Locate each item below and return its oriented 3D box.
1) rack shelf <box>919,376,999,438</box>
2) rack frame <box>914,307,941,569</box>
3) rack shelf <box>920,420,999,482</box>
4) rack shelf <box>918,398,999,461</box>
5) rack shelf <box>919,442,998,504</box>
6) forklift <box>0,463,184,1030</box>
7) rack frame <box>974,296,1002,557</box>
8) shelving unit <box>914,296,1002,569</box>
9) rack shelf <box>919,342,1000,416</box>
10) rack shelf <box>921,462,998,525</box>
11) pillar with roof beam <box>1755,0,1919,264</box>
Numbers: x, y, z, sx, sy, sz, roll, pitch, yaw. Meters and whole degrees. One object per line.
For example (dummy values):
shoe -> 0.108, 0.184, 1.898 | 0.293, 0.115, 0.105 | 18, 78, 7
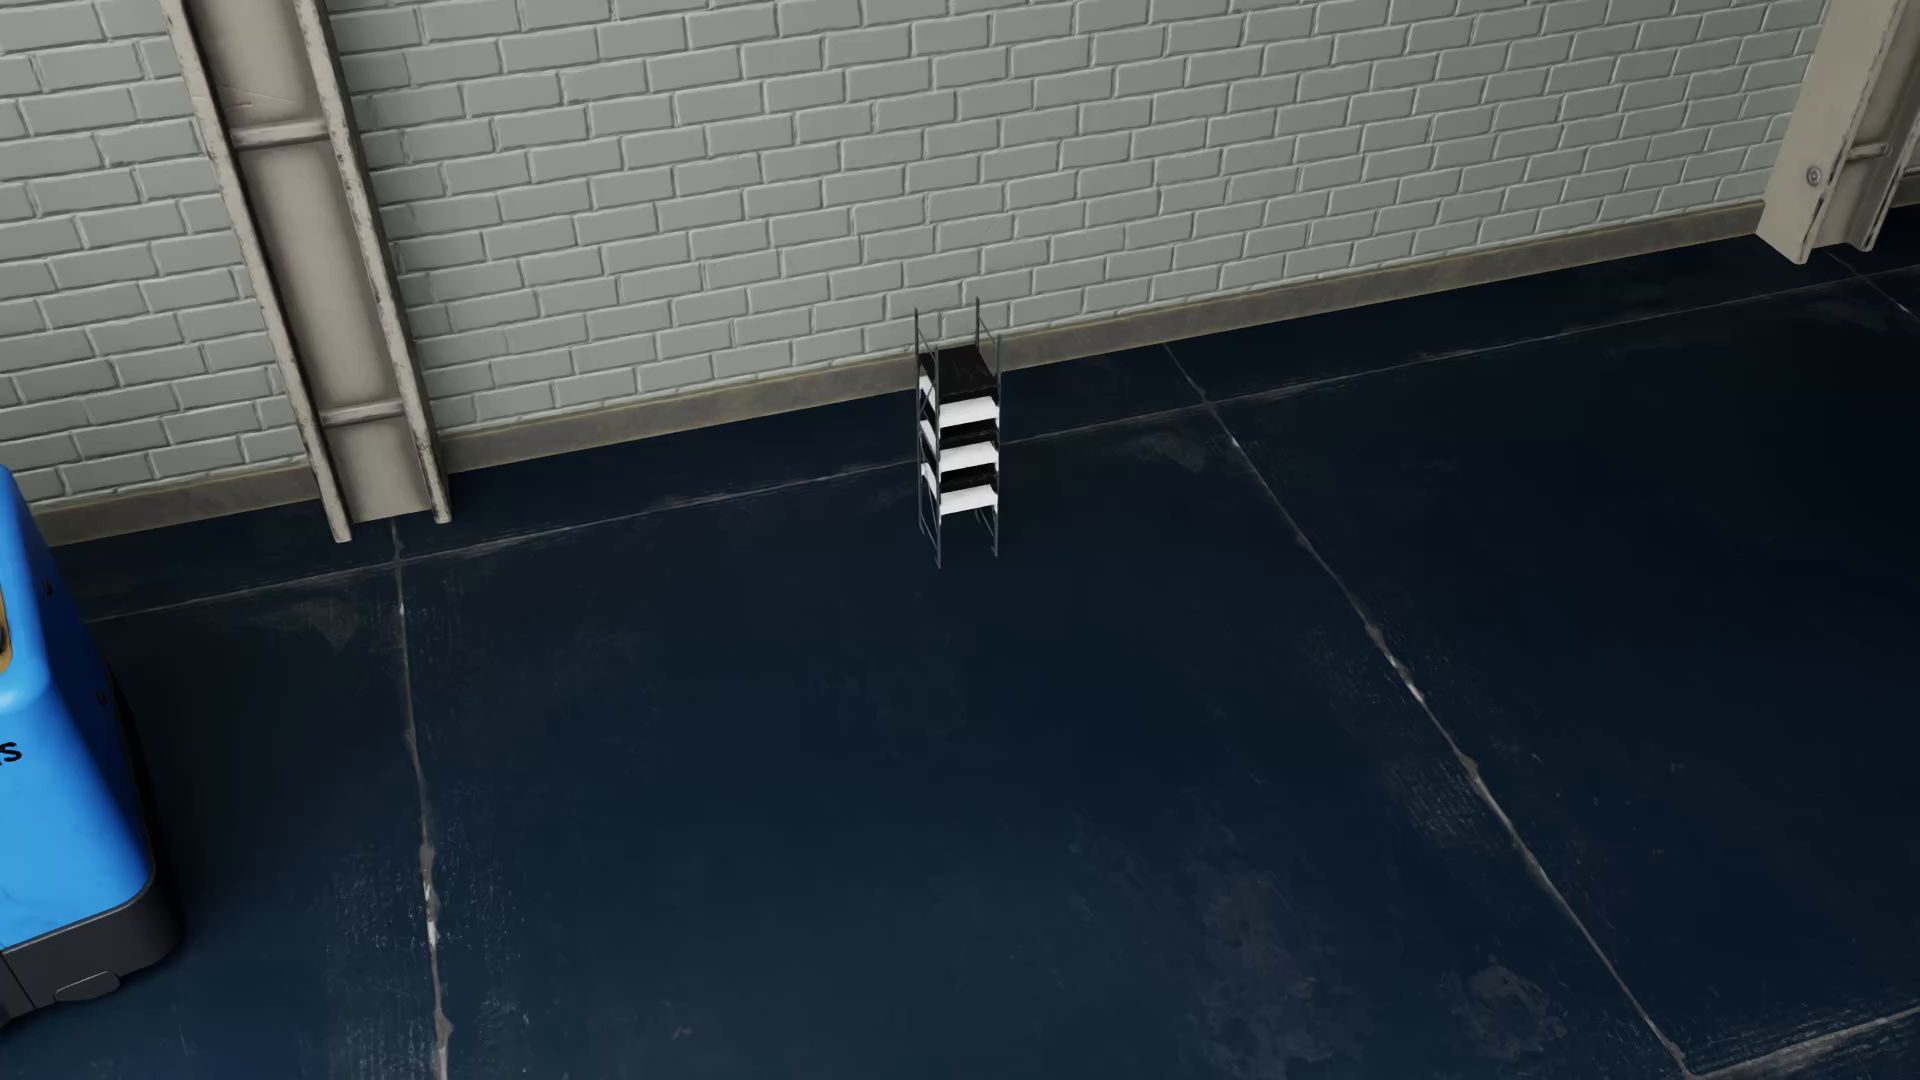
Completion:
rack shelf -> -0.008, -0.448, 5.356 | 0.200, 0.077, 0.258 | -12, 42, -13
rack frame -> -0.105, -0.317, 5.429 | 0.006, 0.900, 0.240 | -12, 42, -13
rack shelf -> -0.008, -0.312, 5.474 | 0.200, 0.077, 0.258 | -12, 42, -13
rack shelf -> -0.008, -0.380, 5.415 | 0.200, 0.077, 0.258 | -12, 42, -13
rack shelf -> -0.008, -0.244, 5.533 | 0.200, 0.077, 0.258 | -12, 42, -13
forklift -> -3.615, 0.215, 3.277 | 3.031, 2.935, 1.130 | -20, 45, -21
rack frame -> 0.089, -0.357, 5.475 | 0.006, 0.900, 0.240 | -12, 42, -13
shelving unit -> -0.008, -0.337, 5.452 | 0.210, 0.900, 0.258 | -12, 42, -13
rack shelf -> -0.008, -0.516, 5.296 | 0.200, 0.077, 0.258 | -12, 42, -13
rack shelf -> -0.008, -0.177, 5.592 | 0.200, 0.077, 0.258 | -12, 42, -13
pillar with roof beam -> 5.004, -1.997, 1.197 | 0.400, 9.000, 9.100 | -12, 42, -13
